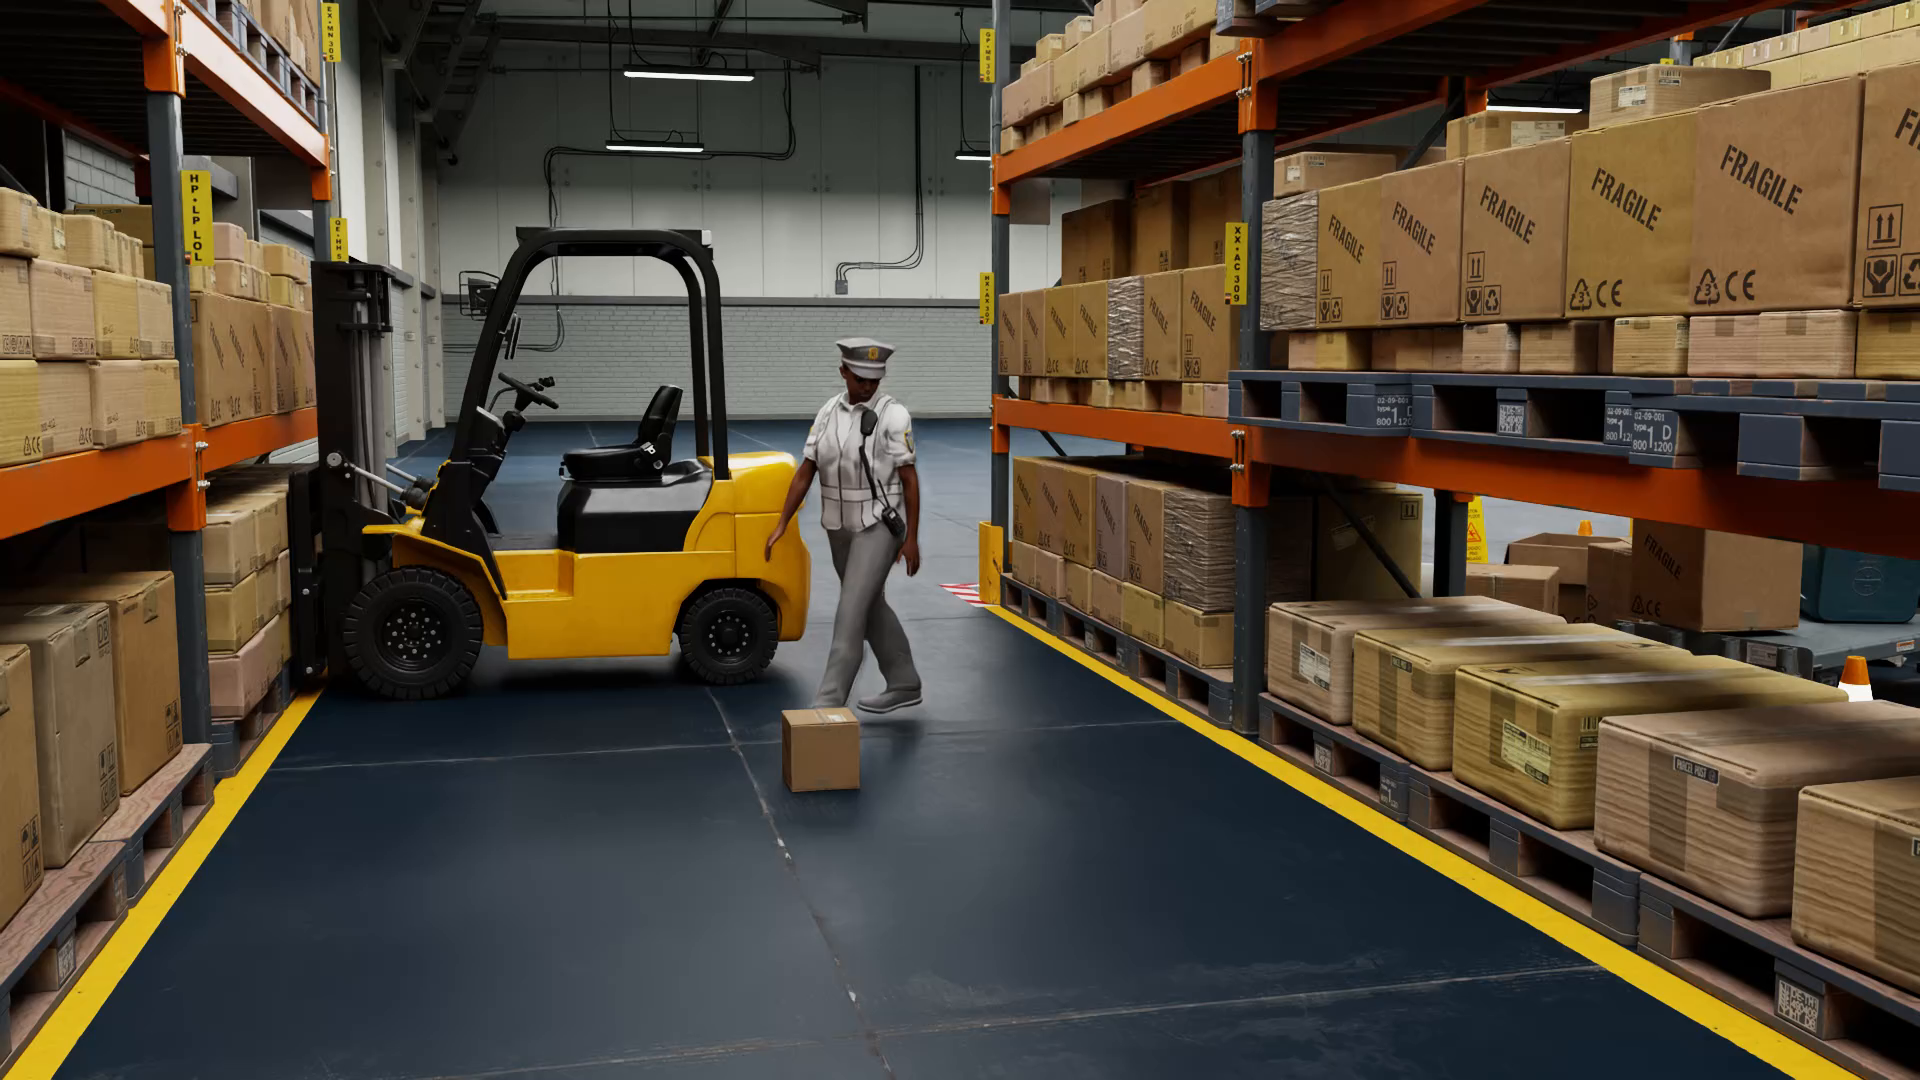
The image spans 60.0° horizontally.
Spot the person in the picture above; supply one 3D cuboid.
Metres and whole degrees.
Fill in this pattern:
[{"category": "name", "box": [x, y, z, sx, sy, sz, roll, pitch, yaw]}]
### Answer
[{"category": "person", "box": [-0.480, -0.030, 6.896, 0.544, 1.608, 0.880, 5, 8, 41]}]
